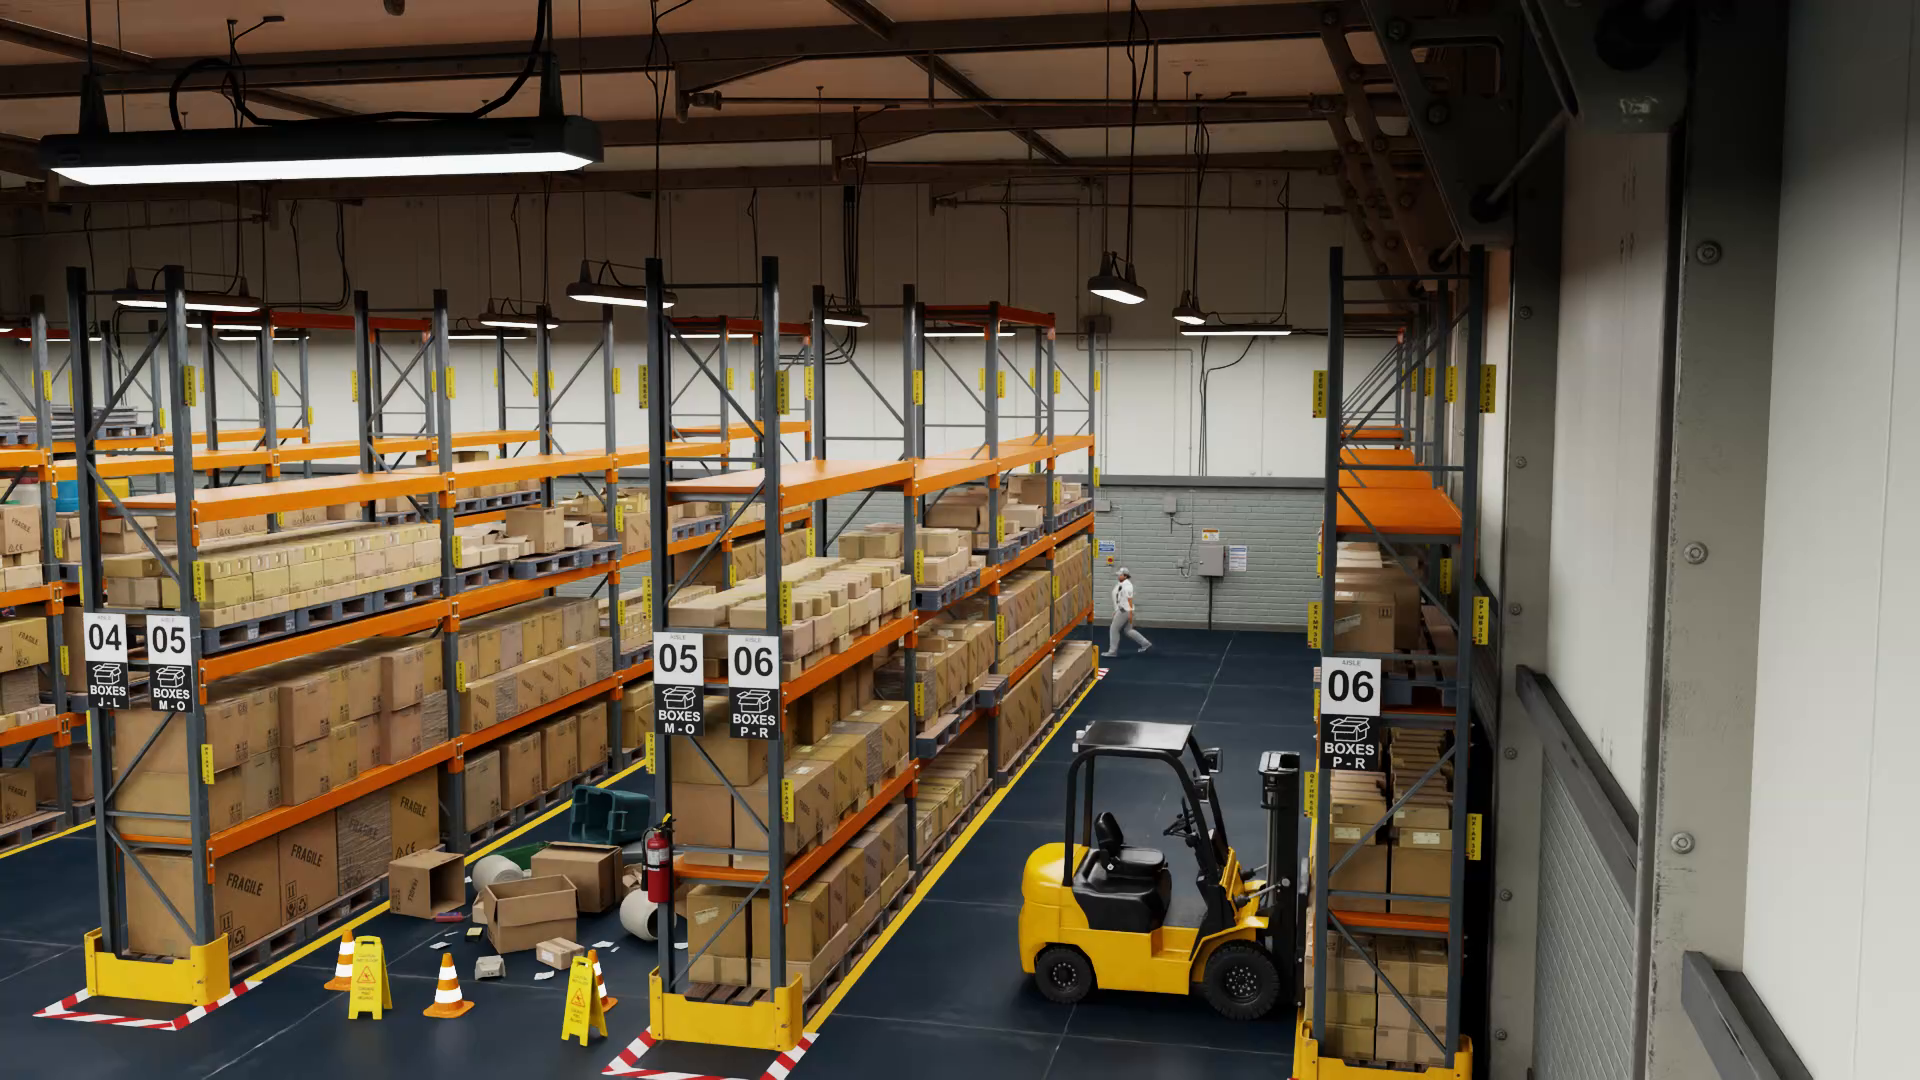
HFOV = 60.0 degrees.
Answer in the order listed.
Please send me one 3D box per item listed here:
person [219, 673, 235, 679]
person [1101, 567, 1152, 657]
[{"bbox_3d":[-8.700,2.303,19.747,0.562,1.710,0.974,1,6,5],"label":"person"},{"bbox_3d":[3.013,1.301,30.118,0.896,1.623,0.501,1,6,8],"label":"person"}]
